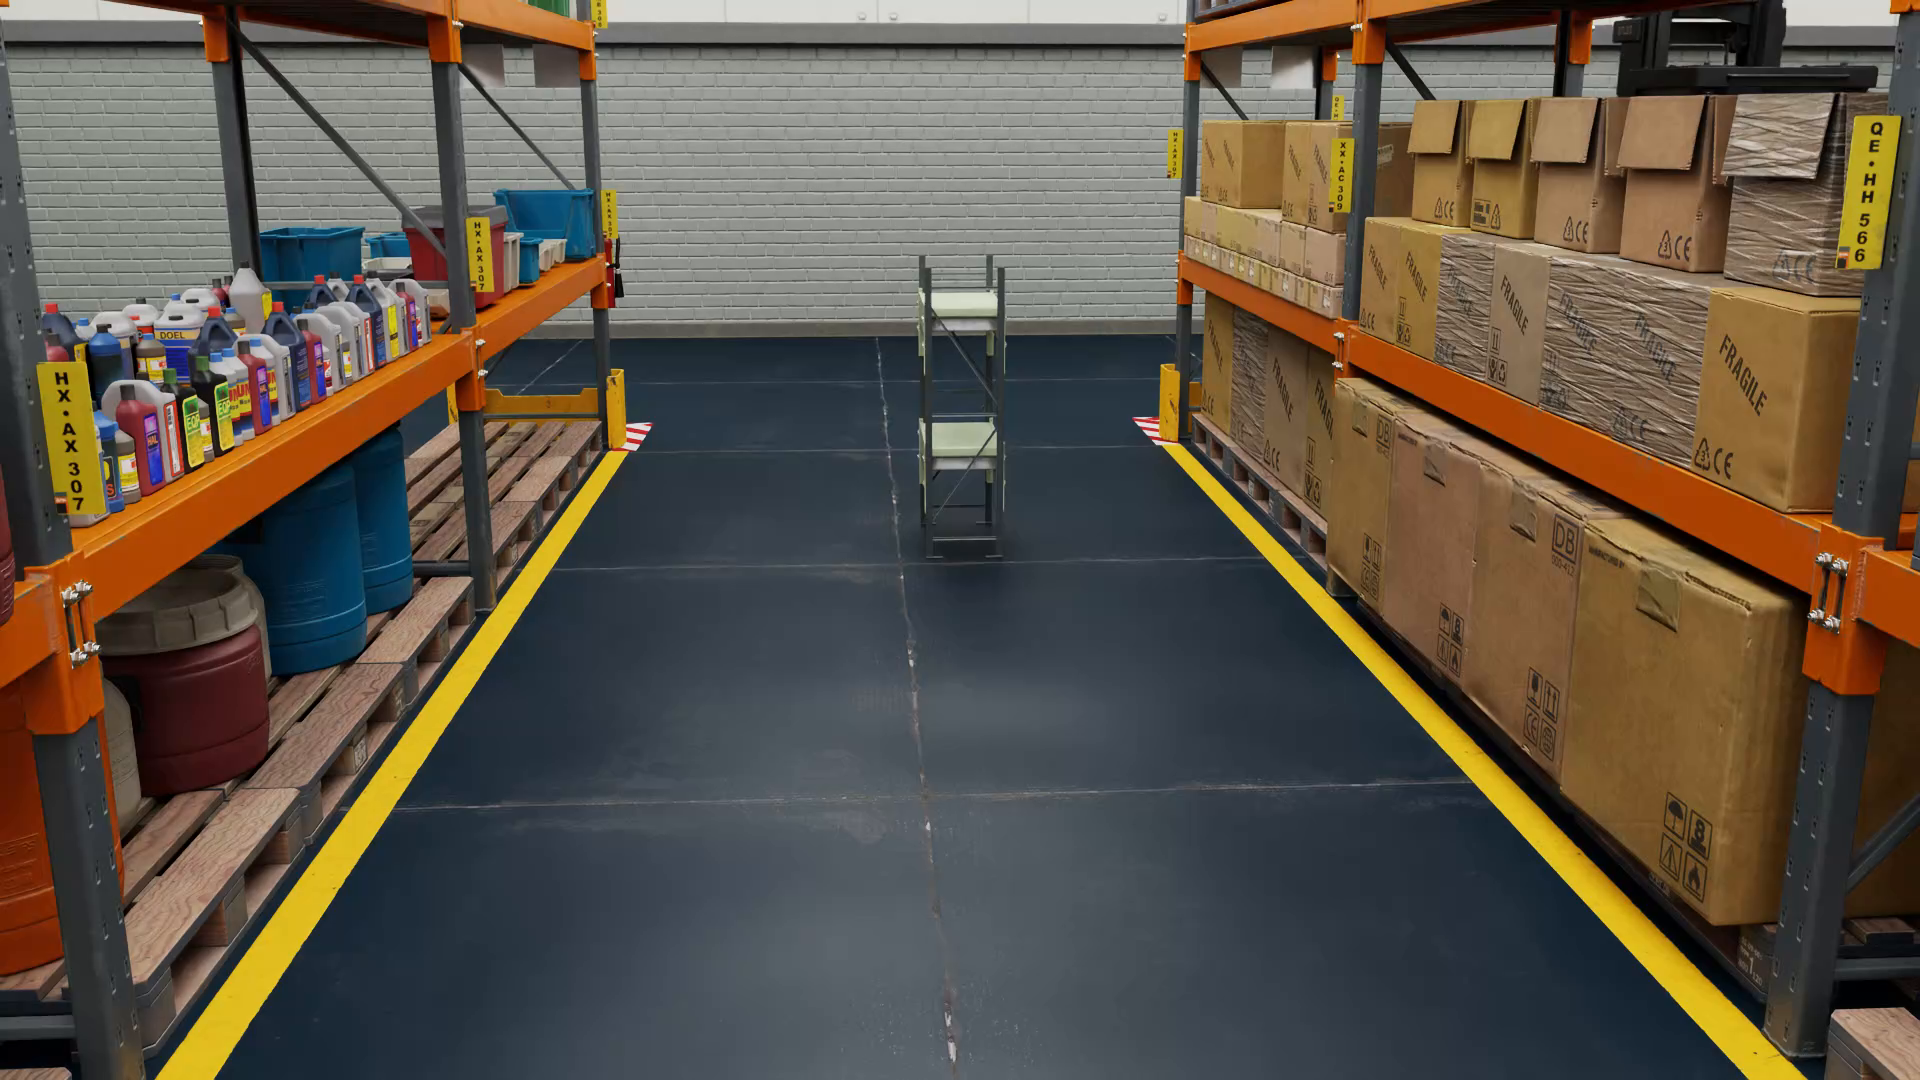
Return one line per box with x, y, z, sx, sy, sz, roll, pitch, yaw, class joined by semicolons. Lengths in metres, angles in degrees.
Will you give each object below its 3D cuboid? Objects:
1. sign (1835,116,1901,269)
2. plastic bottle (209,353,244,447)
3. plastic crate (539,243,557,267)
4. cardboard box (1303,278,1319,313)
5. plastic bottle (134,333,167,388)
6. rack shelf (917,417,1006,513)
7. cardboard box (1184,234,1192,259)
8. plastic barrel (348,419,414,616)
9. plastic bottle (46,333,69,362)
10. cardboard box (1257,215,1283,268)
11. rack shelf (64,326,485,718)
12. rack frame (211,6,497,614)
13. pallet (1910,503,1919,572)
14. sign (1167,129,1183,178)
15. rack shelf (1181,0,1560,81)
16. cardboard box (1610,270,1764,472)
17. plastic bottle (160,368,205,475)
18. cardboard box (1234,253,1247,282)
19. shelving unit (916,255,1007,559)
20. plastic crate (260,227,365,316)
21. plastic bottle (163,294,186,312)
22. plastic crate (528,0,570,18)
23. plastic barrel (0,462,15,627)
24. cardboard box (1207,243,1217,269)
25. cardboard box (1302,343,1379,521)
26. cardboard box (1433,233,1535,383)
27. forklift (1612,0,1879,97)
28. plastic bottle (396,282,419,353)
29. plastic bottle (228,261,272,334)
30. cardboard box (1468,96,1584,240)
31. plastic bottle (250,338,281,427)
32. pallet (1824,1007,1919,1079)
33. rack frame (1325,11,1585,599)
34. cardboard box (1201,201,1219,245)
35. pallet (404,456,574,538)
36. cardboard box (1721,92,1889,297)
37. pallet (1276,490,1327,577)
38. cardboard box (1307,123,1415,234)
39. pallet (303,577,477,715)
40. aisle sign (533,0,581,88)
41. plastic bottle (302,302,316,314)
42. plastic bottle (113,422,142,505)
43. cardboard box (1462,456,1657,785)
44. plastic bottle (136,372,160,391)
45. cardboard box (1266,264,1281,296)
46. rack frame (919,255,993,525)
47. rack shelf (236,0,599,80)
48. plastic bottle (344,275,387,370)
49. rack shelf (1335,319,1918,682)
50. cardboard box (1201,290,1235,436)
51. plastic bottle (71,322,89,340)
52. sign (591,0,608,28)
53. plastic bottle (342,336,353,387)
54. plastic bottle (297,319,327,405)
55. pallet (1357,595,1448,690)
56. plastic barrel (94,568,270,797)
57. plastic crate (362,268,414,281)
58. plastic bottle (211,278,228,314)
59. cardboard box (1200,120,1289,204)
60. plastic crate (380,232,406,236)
1.967;-0.751;3.603;0.100;0.325;0.005;-1;14;-3;sign
-2.158;-0.409;4.854;0.097;0.271;0.097;0;14;0;plastic bottle
-2.683;-1.742;10.187;0.396;0.136;0.243;-1;14;-3;plastic crate
1.911;-1.208;8.206;0.380;0.149;0.250;-1;14;-2;cardboard box
-2.827;-0.620;5.814;0.097;0.201;0.097;0;14;0;plastic bottle
0.000;-0.409;8.914;0.431;0.370;0.720;-1;14;-3;rack shelf
1.718;-1.975;11.185;0.380;0.149;0.250;-1;14;-3;cardboard box
-2.653;-0.170;7.036;0.600;0.901;0.708;-1;14;-3;plastic barrel
-2.812;-0.494;5.159;0.061;0.283;0.133;-1;14;-3;plastic bottle
1.918;-1.628;9.037;0.500;0.250;0.500;-1;14;-2;cardboard box
-2.546;-0.273;5.510;1.077;0.370;4.000;-1;14;-3;rack shelf
-2.670;-1.118;7.353;1.000;3.000;0.127;-1;14;-3;rack frame
2.672;0.068;3.126;1.213;0.211;1.003;-1;14;-3;pallet
1.471;-2.640;11.372;0.100;0.325;0.005;-1;14;-3;sign
2.149;-2.797;9.300;1.077;0.370;4.000;-1;14;-3;rack shelf
2.218;-0.491;4.716;0.500;0.500;0.500;-1;14;-4;cardboard box
-2.118;-0.329;4.519;0.061;0.283;0.133;-1;14;-3;plastic bottle
1.815;-1.592;9.699;0.380;0.149;0.250;-1;14;-5;cardboard box
0.000;-0.725;8.833;0.431;1.500;0.755;-1;14;-3;shelving unit
-3.040;-1.251;7.779;0.392;0.384;0.575;-1;14;-3;plastic crate
-3.019;-0.815;6.432;0.097;0.271;0.097;0;14;0;plastic bottle
-2.572;-3.222;9.936;0.450;0.188;0.336;-1;14;-3;plastic crate
-2.091;-0.079;3.040;0.600;0.536;0.708;-1;14;-3;plastic barrel
1.769;-1.782;10.438;0.380;0.149;0.250;-1;14;-4;cardboard box
2.312;-0.535;8.506;0.875;0.875;0.875;-1;14;-3;cardboard box
2.115;-0.876;6.209;0.500;0.500;0.500;-1;14;-5;cardboard box
4.528;-1.727;9.856;1.130;2.935;3.031;-1;14;-5;forklift
-2.263;-0.912;6.786;0.061;0.283;0.133;-1;14;-3;plastic bottle
-2.969;-0.992;6.961;0.144;0.351;0.185;-1;14;-3;plastic bottle
2.352;-1.400;6.232;0.797;0.503;0.637;-1;14;-3;cardboard box
-2.178;-0.490;5.171;0.097;0.271;0.097;0;14;0;plastic bottle
2.568;1.345;3.376;1.003;0.211;1.213;-1;14;-3;pallet
2.273;-1.195;7.651;1.000;3.000;0.127;-1;14;-3;rack frame
1.824;-2.008;10.516;0.500;0.250;0.500;-1;14;-4;cardboard box
-2.833;-0.254;9.591;1.003;0.211;1.213;-1;14;-3;pallet
2.492;-0.916;4.355;0.797;0.503;0.637;0;14;-2;cardboard box
2.304;-0.035;8.738;1.003;0.211;1.213;-1;14;-3;pallet
1.978;-1.740;7.967;0.500;0.500;0.500;0;14;-2;cardboard box
-2.664;0.425;6.953;1.003;0.211;1.213;-1;14;-3;pallet
-2.630;-3.395;10.983;0.394;0.787;0.004;-1;14;-3;aisle sign
-2.393;-0.740;6.142;0.097;0.271;0.097;0;14;0;plastic bottle
-2.112;-0.193;4.157;0.097;0.201;0.097;0;14;0;plastic bottle
2.452;0.232;5.527;1.225;0.875;0.875;-1;14;-3;cardboard box
-2.196;-0.317;4.498;0.097;0.271;0.097;0;14;0;plastic bottle
1.863;-1.400;8.952;0.380;0.149;0.250;-1;14;-2;cardboard box
-0.022;-0.816;9.187;0.400;1.500;0.023;-1;14;-3;rack frame
-2.794;-2.720;9.003;1.077;0.370;4.000;-1;14;-3;rack shelf
-2.275;-0.825;6.312;0.144;0.351;0.185;-1;14;-3;plastic bottle
2.397;-0.349;5.807;1.077;0.370;4.000;-1;14;-3;rack shelf
2.145;-1.206;11.116;0.875;0.875;0.875;-1;14;-3;cardboard box
-2.964;-0.594;5.572;0.097;0.271;0.097;0;14;0;plastic bottle
-2.370;-3.528;10.908;0.100;0.325;0.005;-1;14;-3;sign
-2.226;-0.651;5.936;0.097;0.201;0.097;0;14;0;plastic bottle
-2.187;-0.605;5.591;0.061;0.283;0.133;-1;14;-3;plastic bottle
2.396;0.346;7.257;1.003;0.211;1.213;-1;14;-3;pallet
-2.540;0.439;5.299;0.600;0.588;0.708;-1;14;-3;plastic barrel
-3.008;-1.288;8.446;0.437;0.125;0.590;-1;14;-3;plastic crate
-3.065;-0.931;6.859;0.061;0.283;0.133;-1;14;-3;plastic bottle
1.817;-2.376;10.442;0.500;0.500;0.500;-1;14;-5;cardboard box
-3.150;-1.667;9.702;0.416;0.233;0.300;-1;14;-3;plastic crate
